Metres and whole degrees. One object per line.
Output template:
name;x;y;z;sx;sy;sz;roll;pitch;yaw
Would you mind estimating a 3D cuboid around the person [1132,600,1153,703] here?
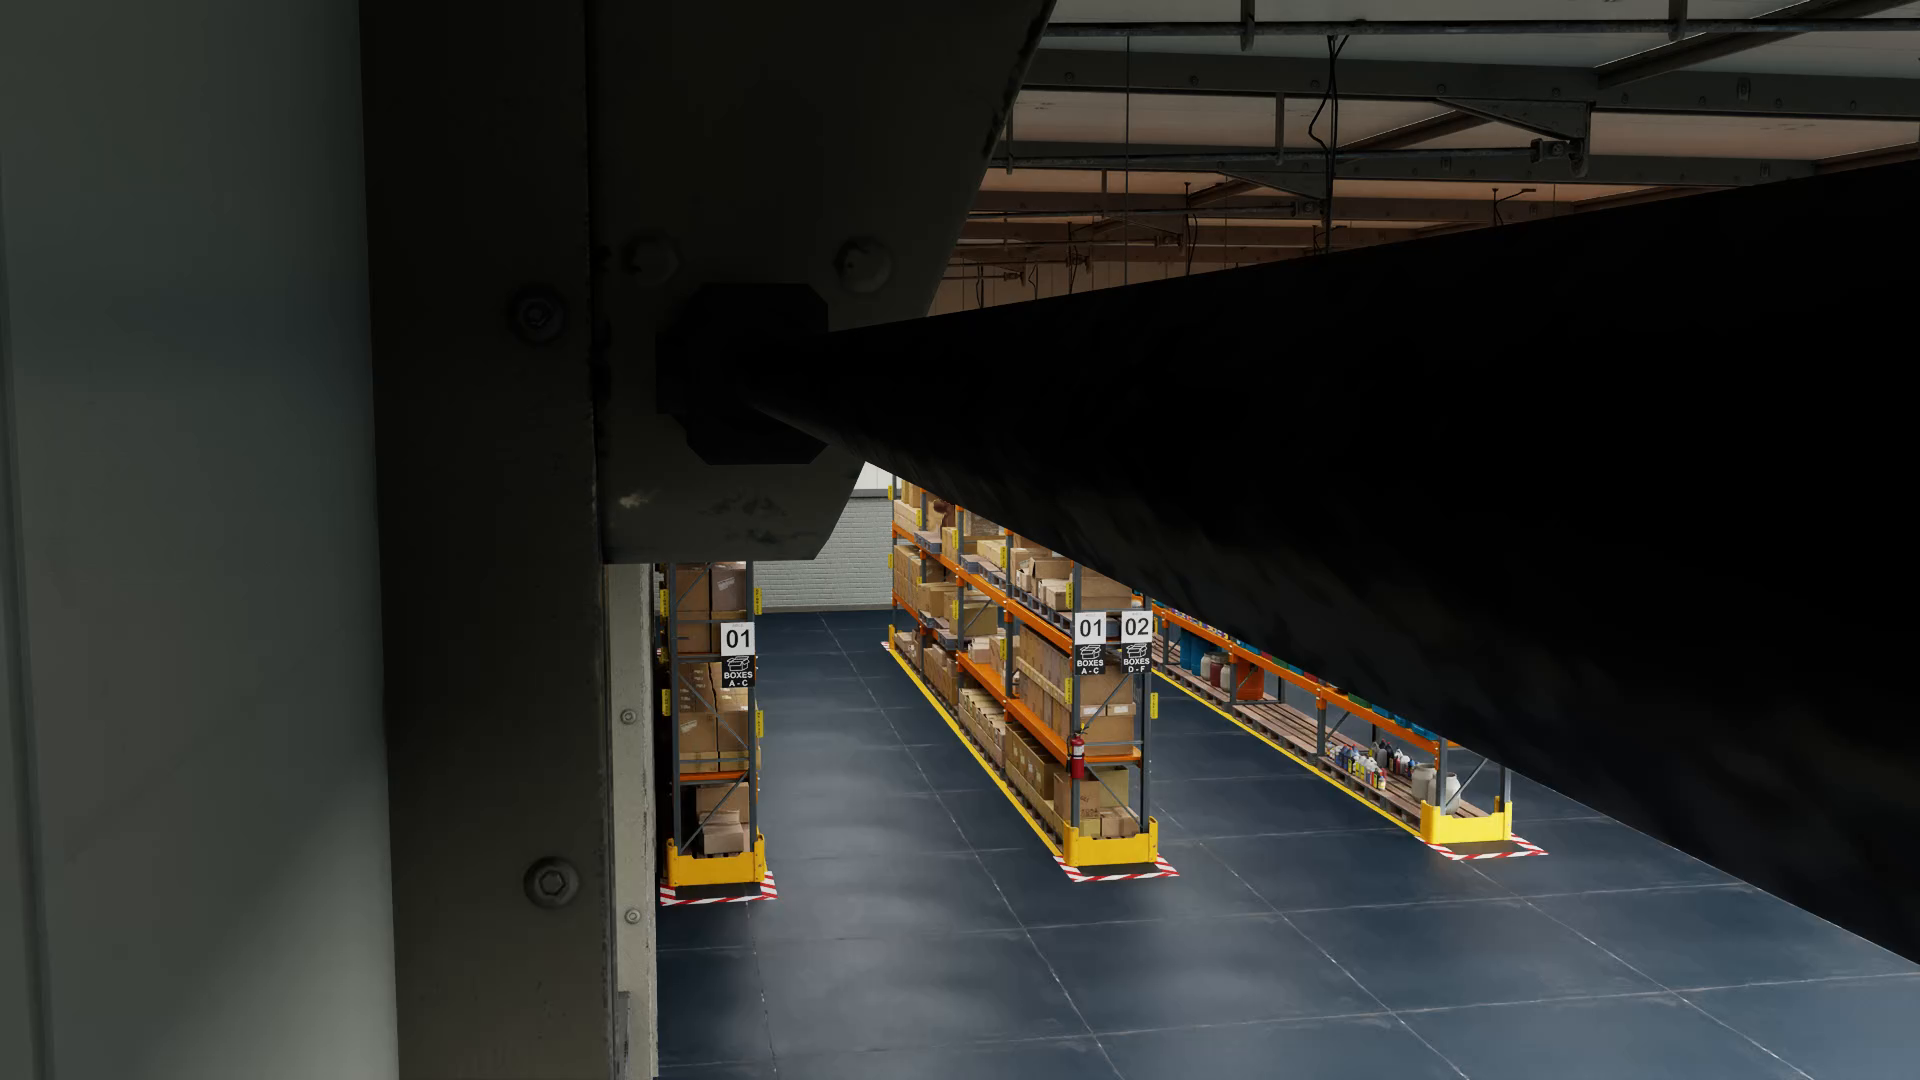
person;3.166;2.006;29.558;0.656;1.893;0.718;-1;6;-10
